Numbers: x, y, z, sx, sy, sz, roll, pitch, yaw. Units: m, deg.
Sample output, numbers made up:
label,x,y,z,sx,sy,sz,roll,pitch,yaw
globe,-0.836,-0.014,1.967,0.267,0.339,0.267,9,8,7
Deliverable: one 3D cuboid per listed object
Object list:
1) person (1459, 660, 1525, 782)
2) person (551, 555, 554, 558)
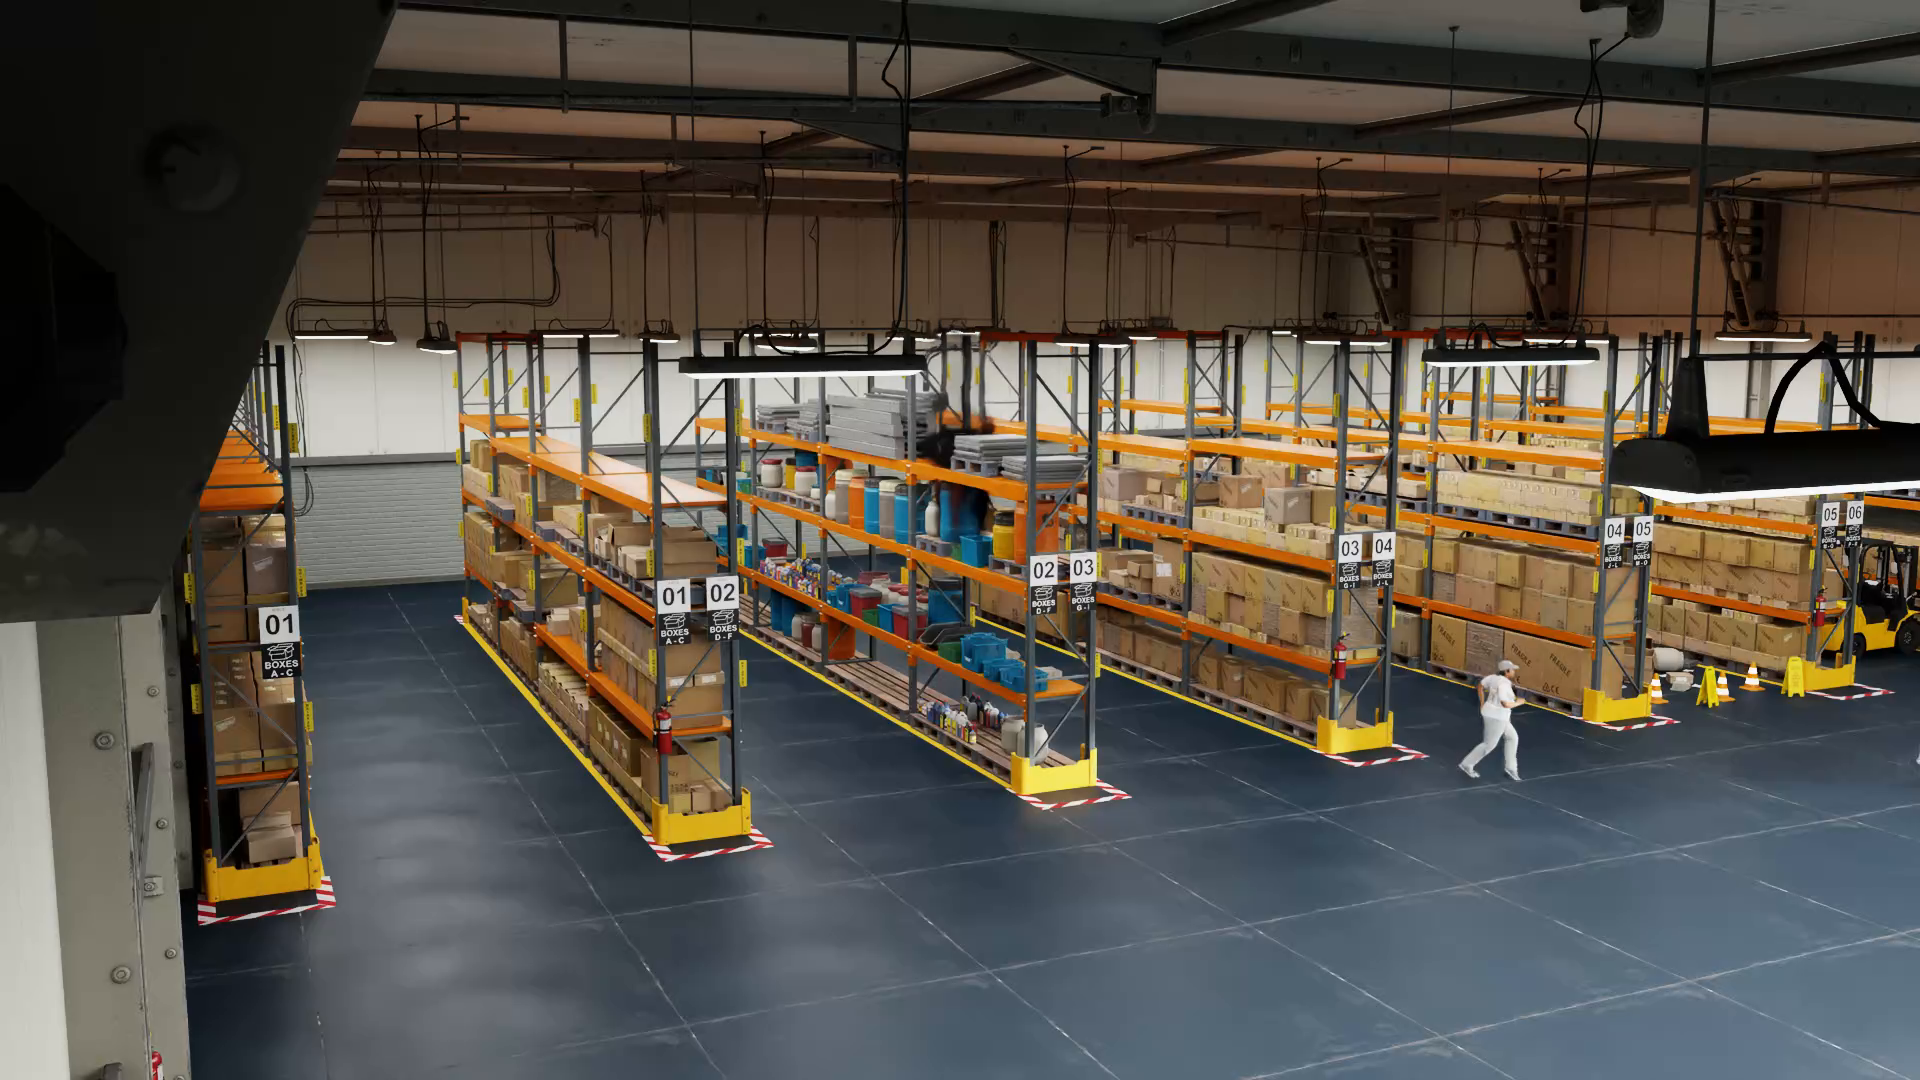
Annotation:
label,x,y,z,sx,sy,sz,roll,pitch,yaw
person,7.259,2.478,22.669,0.860,1.712,0.627,1,8,6
person,-8.690,0.687,35.877,0.640,1.686,0.671,2,8,12
